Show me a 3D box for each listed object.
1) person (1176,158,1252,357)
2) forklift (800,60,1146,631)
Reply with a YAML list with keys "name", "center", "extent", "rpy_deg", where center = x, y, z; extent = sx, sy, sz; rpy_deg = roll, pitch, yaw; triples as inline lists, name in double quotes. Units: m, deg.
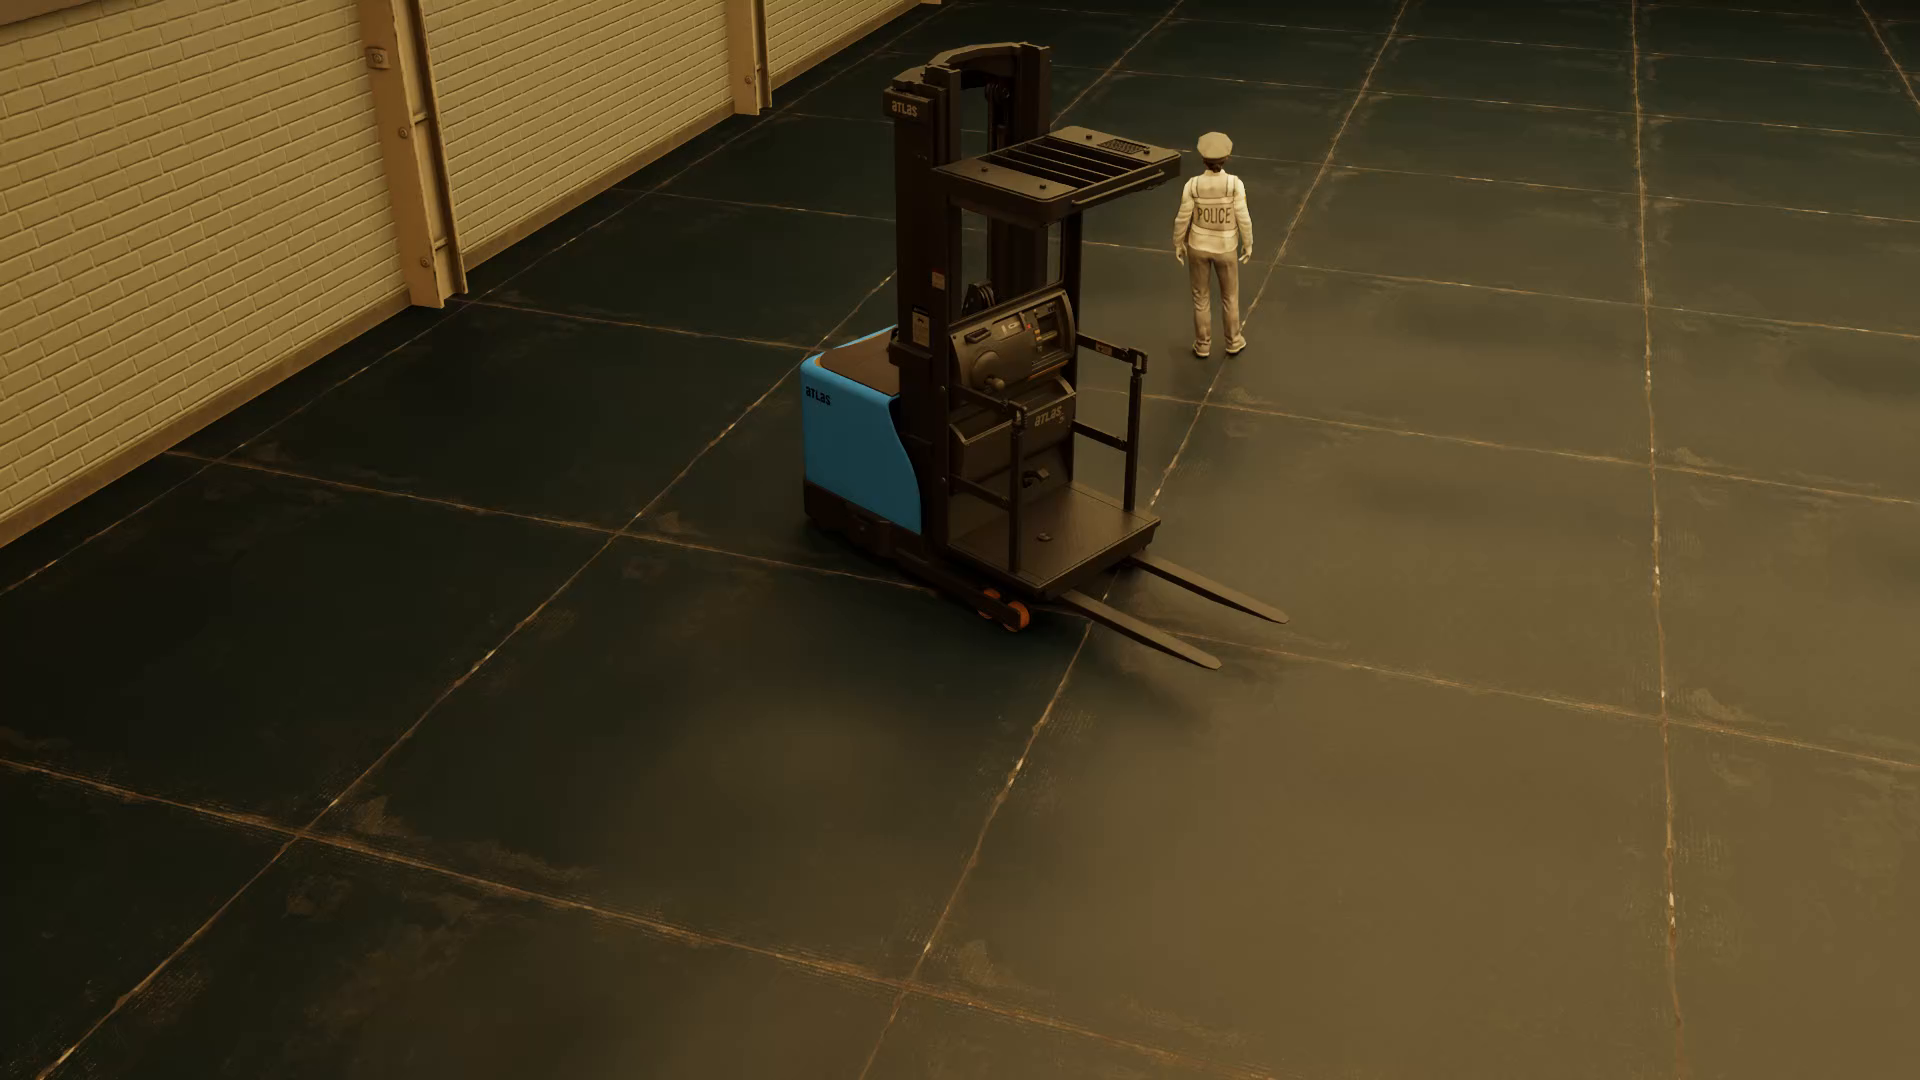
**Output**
- name: "person"
  center: [1.865, -2.141, 12.180]
  extent: [0.569, 1.640, 0.501]
  rpy_deg: [6, 30, 11]
- name: "forklift"
  center: [0.057, -1.219, 9.338]
  extent: [1.939, 2.867, 1.129]
  rpy_deg: [26, 38, 37]
